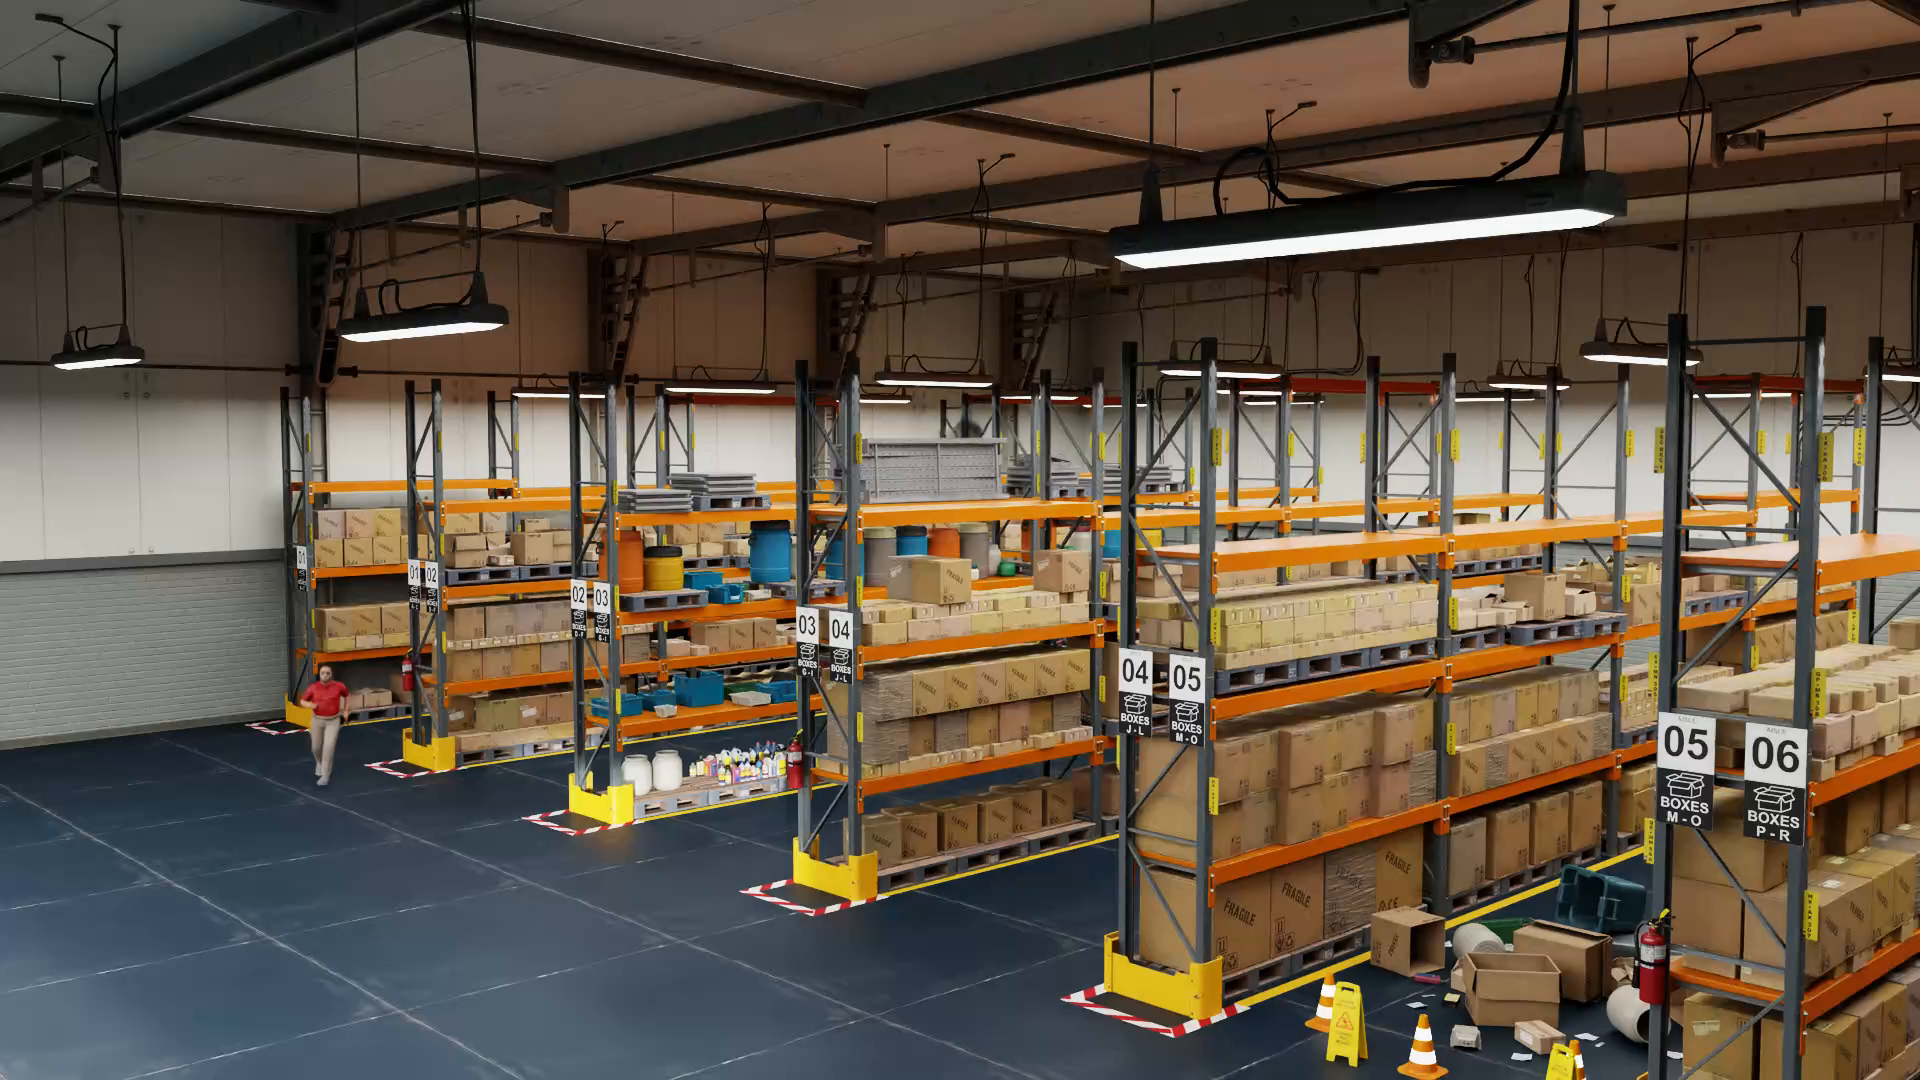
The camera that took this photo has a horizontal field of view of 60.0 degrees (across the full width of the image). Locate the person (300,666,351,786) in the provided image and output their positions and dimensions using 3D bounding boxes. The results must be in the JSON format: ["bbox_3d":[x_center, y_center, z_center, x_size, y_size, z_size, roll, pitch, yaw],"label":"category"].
[{"bbox_3d":[-9.388,2.709,24.607,0.690,1.706,0.986,-1,4,-13],"label":"person"}]
